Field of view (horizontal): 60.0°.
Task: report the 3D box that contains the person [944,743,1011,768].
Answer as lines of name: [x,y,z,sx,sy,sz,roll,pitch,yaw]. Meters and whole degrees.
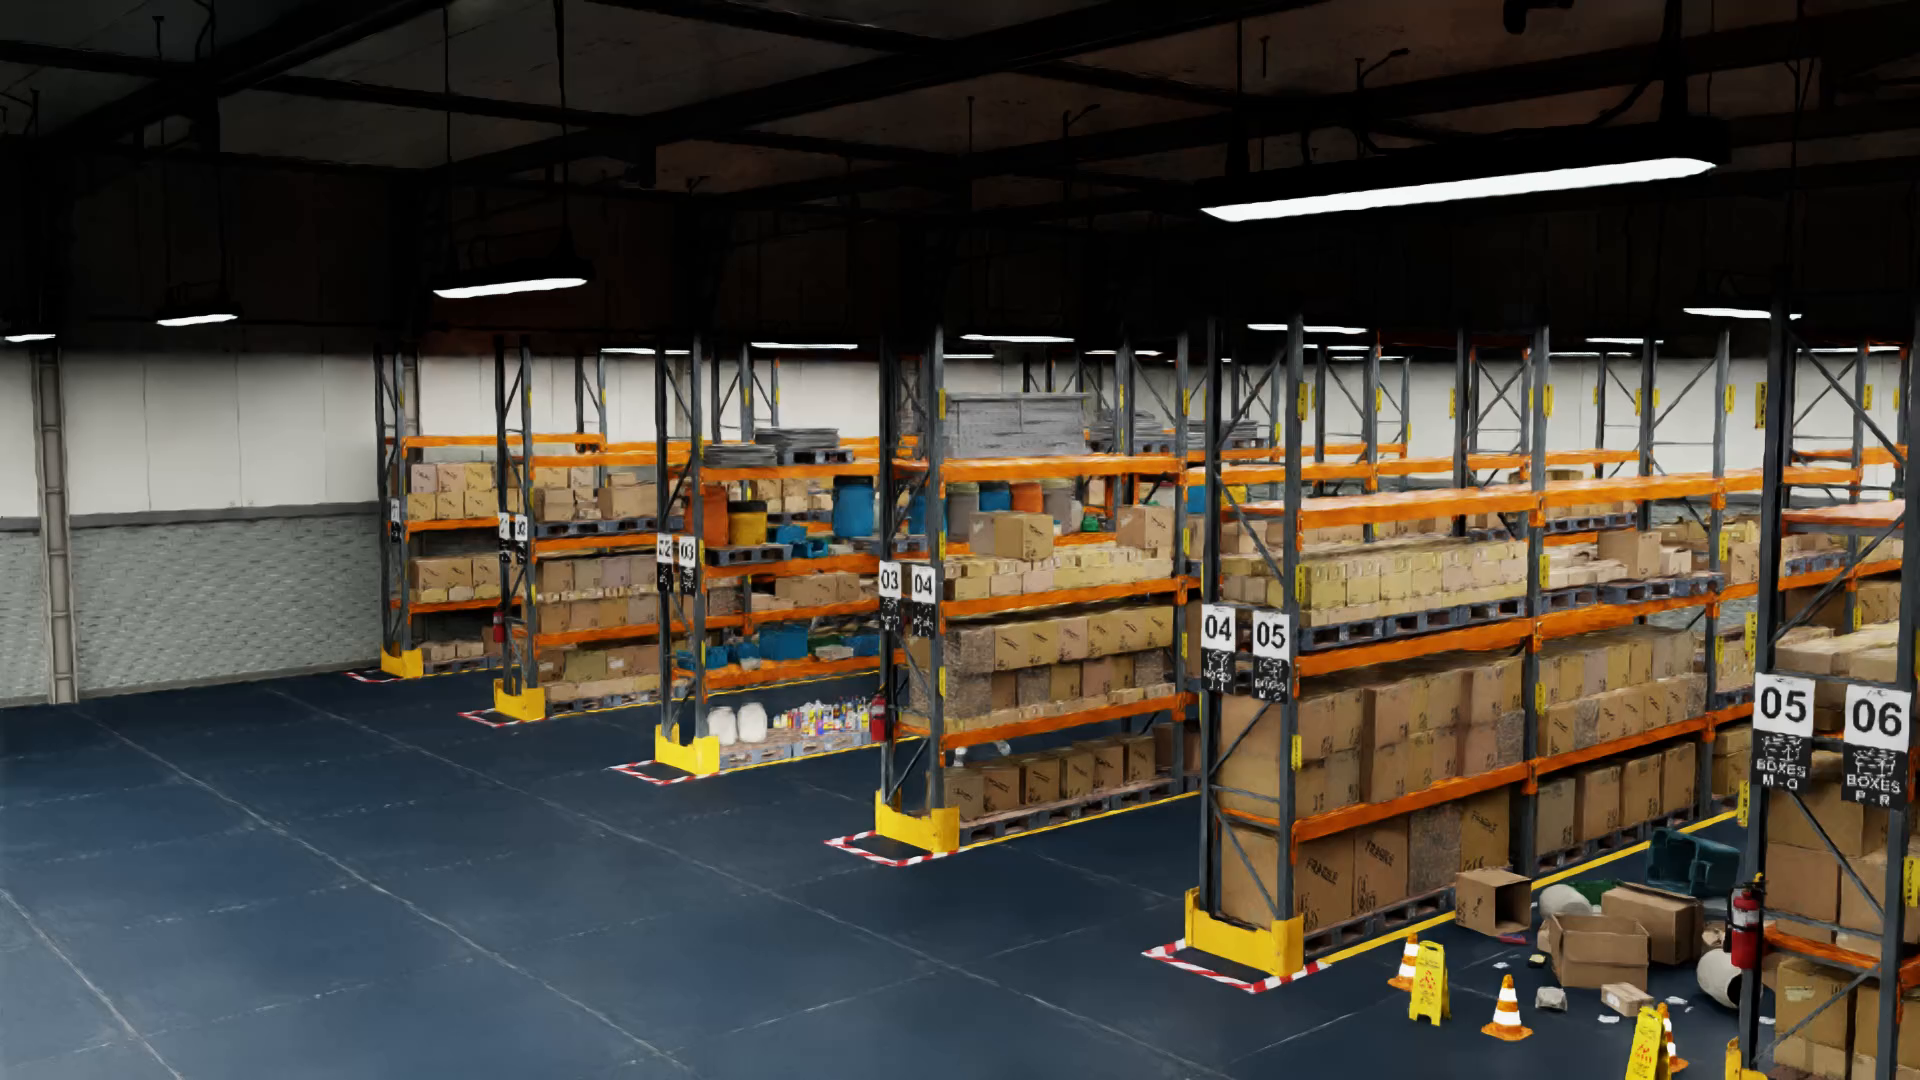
person: [0.271,2.284,22.257,0.988,1.734,0.593,-2,6,-20]

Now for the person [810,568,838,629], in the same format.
person: [-2.877,1.267,33.935,1.110,1.590,0.446,-4,7,-38]
